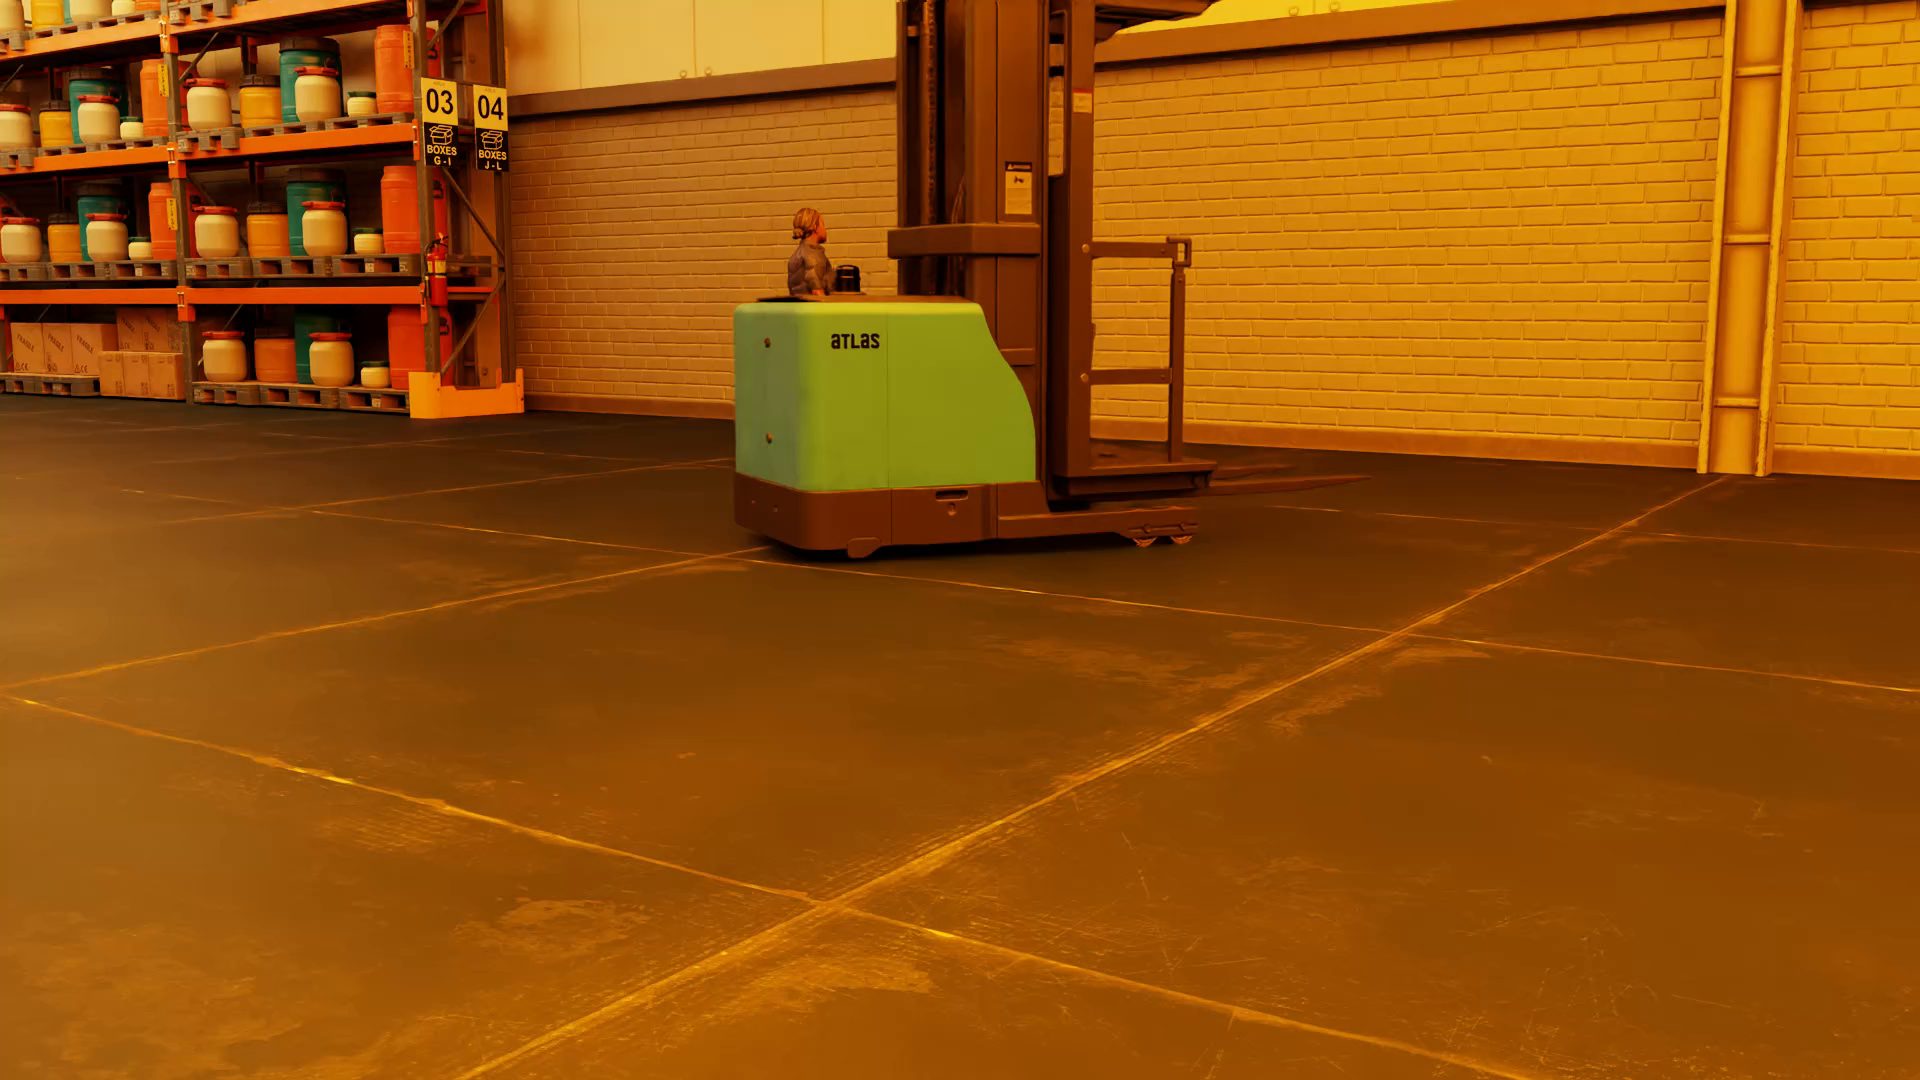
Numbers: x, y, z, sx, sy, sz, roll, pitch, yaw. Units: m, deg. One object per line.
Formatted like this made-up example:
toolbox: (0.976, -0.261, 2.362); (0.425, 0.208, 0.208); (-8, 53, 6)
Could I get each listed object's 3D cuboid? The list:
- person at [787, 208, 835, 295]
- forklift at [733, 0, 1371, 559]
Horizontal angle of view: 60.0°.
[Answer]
person: (-0.809, -1.250, 10.468); (0.505, 1.654, 0.568); (-4, 9, -26)
forklift: (0.518, -1.491, 7.675); (3.031, 2.935, 1.130); (-4, 9, -25)
